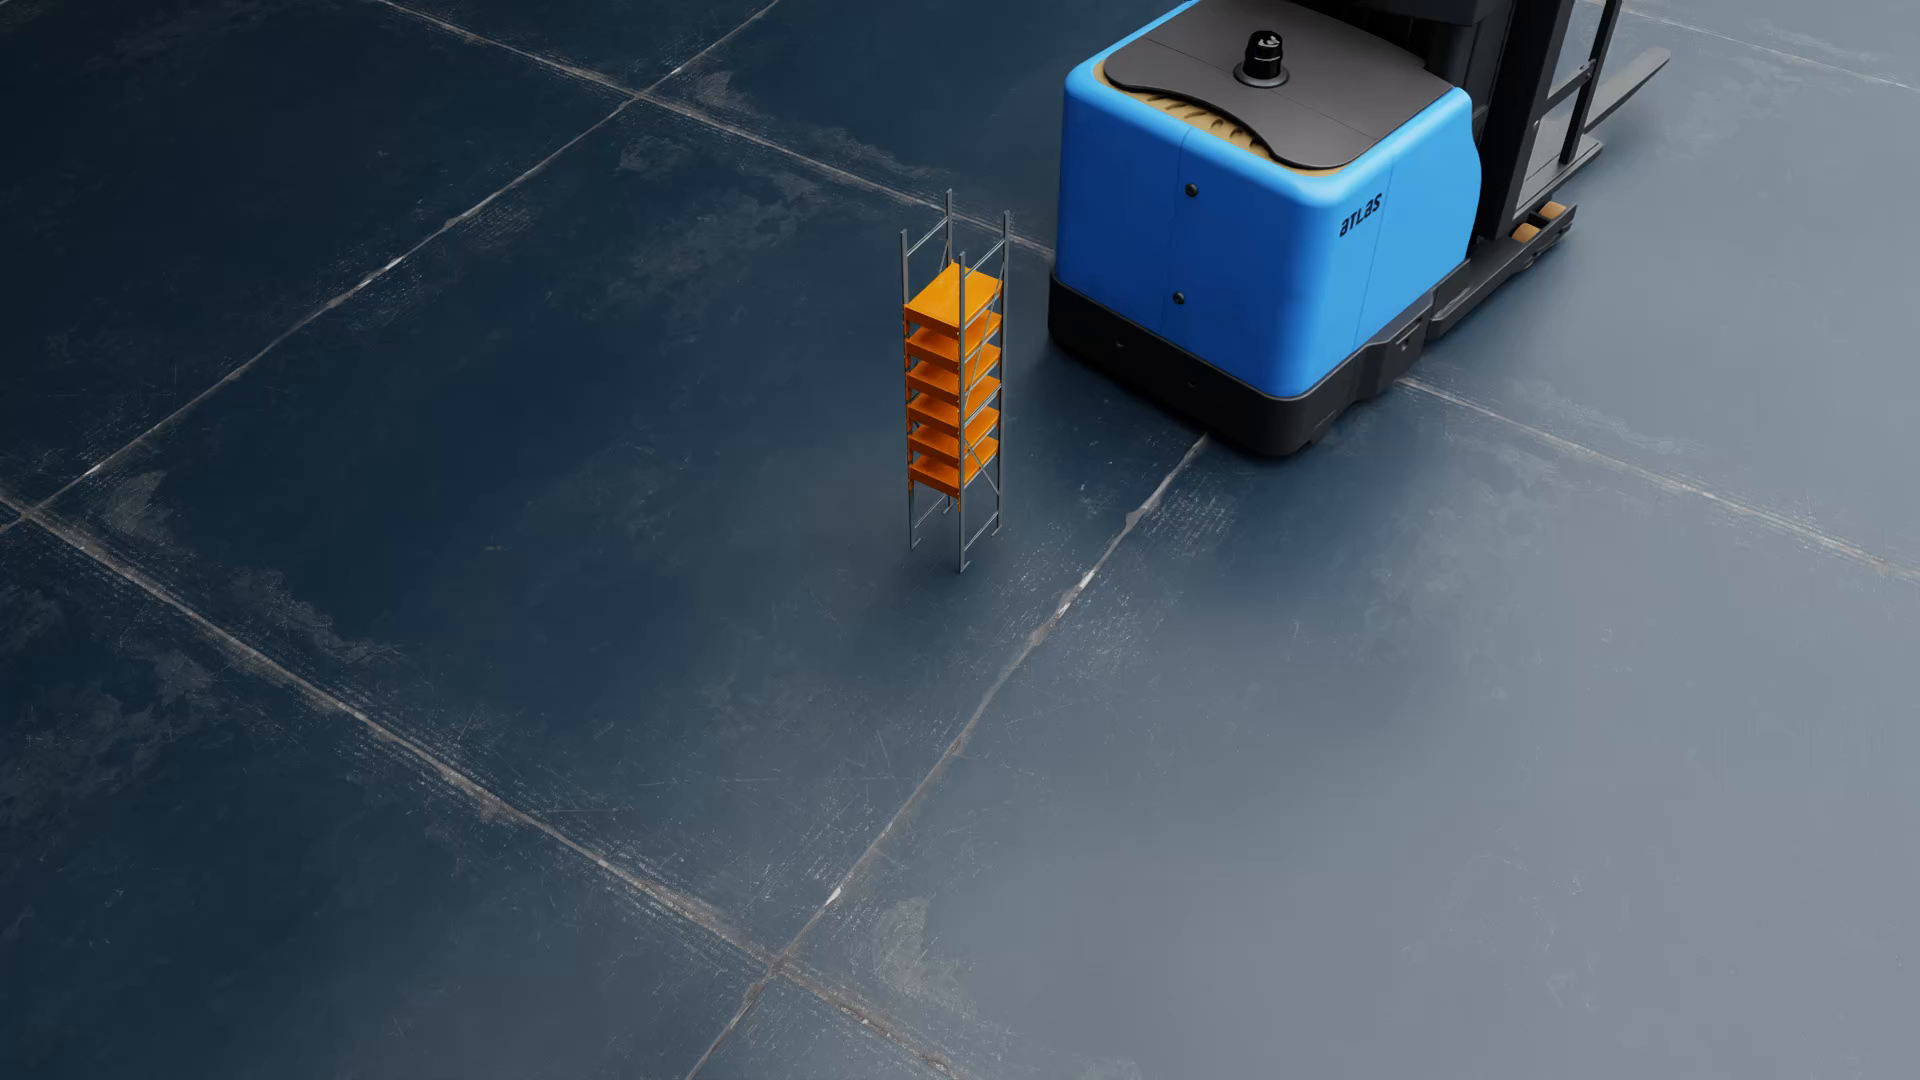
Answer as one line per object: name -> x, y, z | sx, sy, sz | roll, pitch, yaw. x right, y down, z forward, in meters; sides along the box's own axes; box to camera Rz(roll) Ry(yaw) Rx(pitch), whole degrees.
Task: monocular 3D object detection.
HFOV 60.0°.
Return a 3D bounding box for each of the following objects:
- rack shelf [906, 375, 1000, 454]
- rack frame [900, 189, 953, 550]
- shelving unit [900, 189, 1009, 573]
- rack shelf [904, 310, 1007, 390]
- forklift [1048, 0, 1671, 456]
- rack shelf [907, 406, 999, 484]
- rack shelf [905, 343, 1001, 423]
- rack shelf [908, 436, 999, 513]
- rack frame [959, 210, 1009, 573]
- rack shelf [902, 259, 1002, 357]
rack shelf -> -0.012, -0.393, 4.857 | 0.180, 0.103, 0.258 | 25, 51, 22
rack frame -> -0.089, -0.459, 4.860 | 0.006, 1.200, 0.240 | 25, 51, 22
shelving unit -> -0.012, -0.424, 4.825 | 0.189, 1.200, 0.258 | 25, 51, 22
rack shelf -> -0.012, -0.560, 4.685 | 0.180, 0.103, 0.258 | 25, 51, 22
forklift -> 1.682, -2.263, 5.406 | 1.130, 2.935, 3.031 | 34, 55, 28
rack shelf -> -0.012, -0.309, 4.943 | 0.180, 0.103, 0.258 | 25, 51, 22
rack shelf -> -0.012, -0.476, 4.771 | 0.180, 0.103, 0.258 | 25, 51, 22
rack shelf -> -0.012, -0.226, 5.029 | 0.180, 0.103, 0.258 | 25, 51, 22
rack frame -> 0.065, -0.388, 4.791 | 0.006, 1.200, 0.240 | 25, 51, 22
rack shelf -> -0.012, -0.644, 4.599 | 0.180, 0.103, 0.258 | 25, 51, 22
